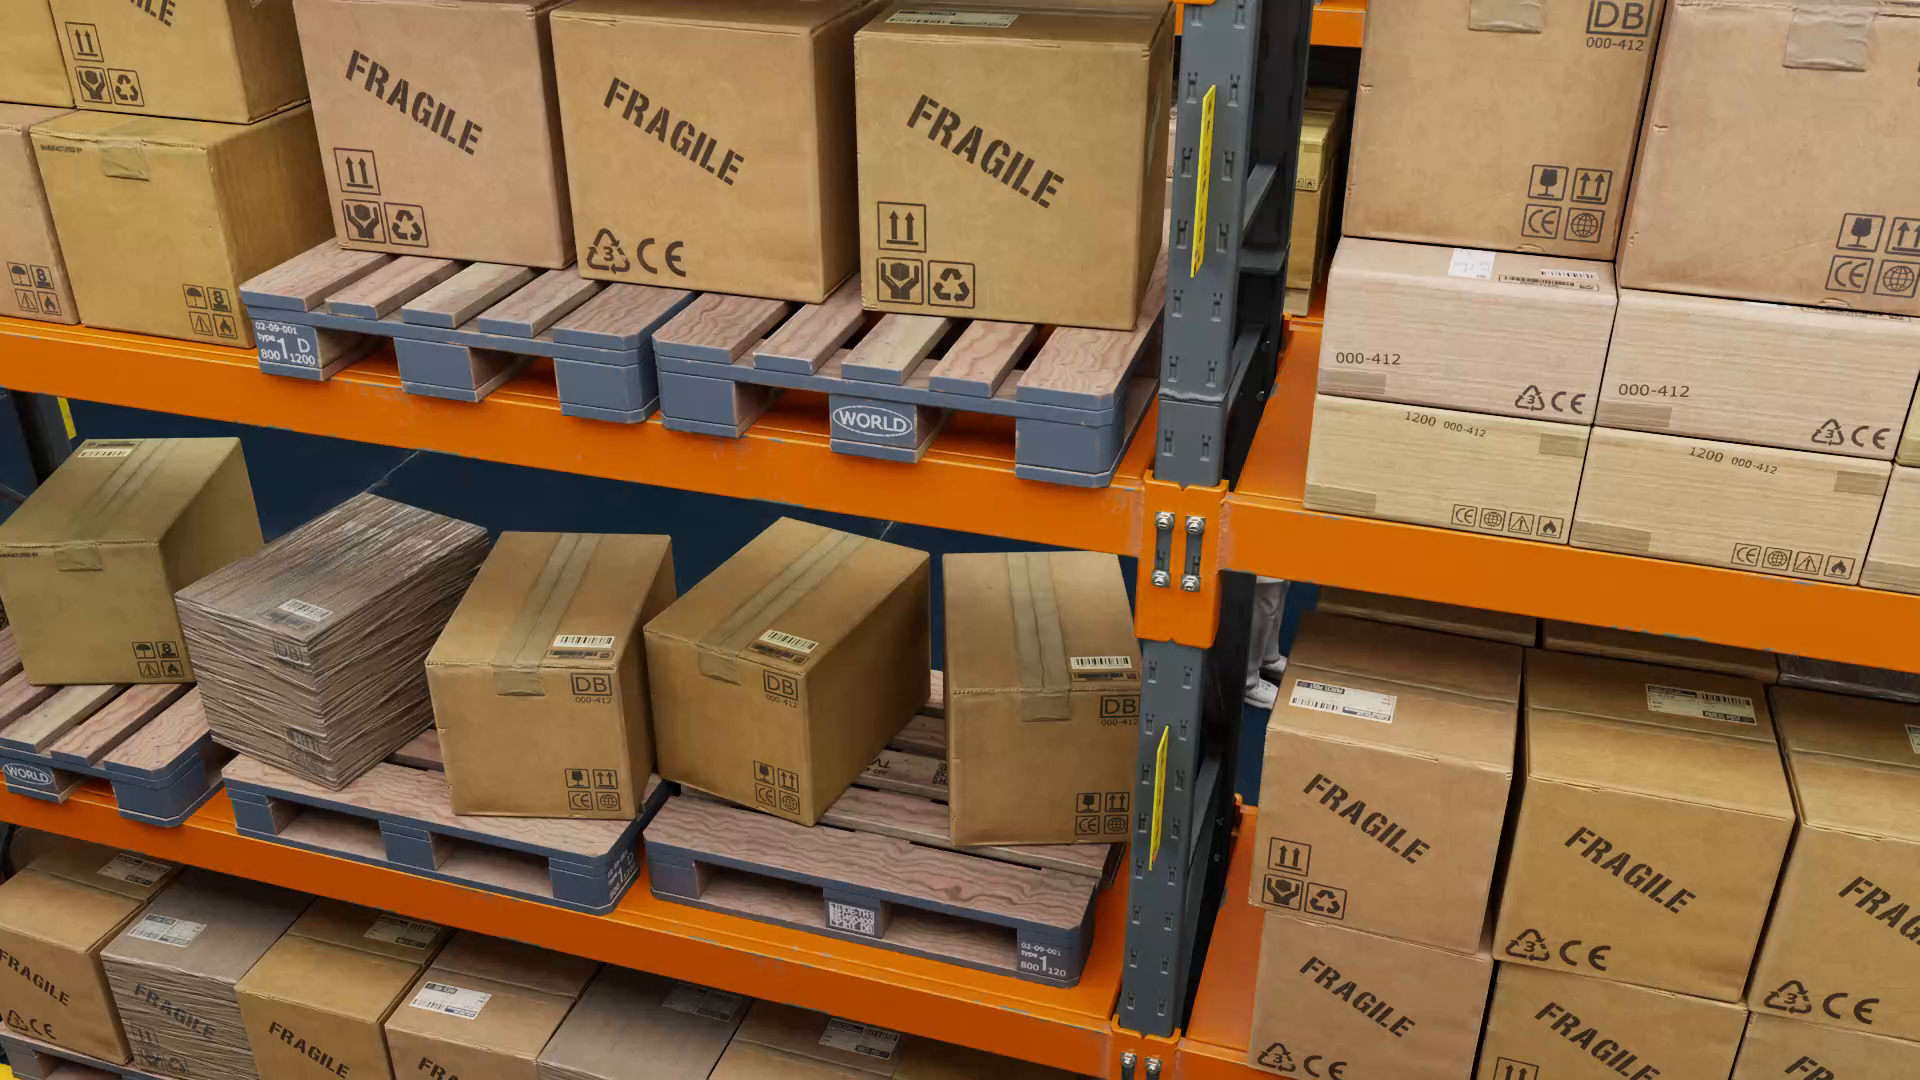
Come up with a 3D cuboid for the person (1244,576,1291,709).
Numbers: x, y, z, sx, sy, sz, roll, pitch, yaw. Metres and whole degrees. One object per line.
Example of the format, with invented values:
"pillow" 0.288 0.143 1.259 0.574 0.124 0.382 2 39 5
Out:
"person" 1.433 -0.097 7.323 0.563 1.769 0.530 9 30 16
